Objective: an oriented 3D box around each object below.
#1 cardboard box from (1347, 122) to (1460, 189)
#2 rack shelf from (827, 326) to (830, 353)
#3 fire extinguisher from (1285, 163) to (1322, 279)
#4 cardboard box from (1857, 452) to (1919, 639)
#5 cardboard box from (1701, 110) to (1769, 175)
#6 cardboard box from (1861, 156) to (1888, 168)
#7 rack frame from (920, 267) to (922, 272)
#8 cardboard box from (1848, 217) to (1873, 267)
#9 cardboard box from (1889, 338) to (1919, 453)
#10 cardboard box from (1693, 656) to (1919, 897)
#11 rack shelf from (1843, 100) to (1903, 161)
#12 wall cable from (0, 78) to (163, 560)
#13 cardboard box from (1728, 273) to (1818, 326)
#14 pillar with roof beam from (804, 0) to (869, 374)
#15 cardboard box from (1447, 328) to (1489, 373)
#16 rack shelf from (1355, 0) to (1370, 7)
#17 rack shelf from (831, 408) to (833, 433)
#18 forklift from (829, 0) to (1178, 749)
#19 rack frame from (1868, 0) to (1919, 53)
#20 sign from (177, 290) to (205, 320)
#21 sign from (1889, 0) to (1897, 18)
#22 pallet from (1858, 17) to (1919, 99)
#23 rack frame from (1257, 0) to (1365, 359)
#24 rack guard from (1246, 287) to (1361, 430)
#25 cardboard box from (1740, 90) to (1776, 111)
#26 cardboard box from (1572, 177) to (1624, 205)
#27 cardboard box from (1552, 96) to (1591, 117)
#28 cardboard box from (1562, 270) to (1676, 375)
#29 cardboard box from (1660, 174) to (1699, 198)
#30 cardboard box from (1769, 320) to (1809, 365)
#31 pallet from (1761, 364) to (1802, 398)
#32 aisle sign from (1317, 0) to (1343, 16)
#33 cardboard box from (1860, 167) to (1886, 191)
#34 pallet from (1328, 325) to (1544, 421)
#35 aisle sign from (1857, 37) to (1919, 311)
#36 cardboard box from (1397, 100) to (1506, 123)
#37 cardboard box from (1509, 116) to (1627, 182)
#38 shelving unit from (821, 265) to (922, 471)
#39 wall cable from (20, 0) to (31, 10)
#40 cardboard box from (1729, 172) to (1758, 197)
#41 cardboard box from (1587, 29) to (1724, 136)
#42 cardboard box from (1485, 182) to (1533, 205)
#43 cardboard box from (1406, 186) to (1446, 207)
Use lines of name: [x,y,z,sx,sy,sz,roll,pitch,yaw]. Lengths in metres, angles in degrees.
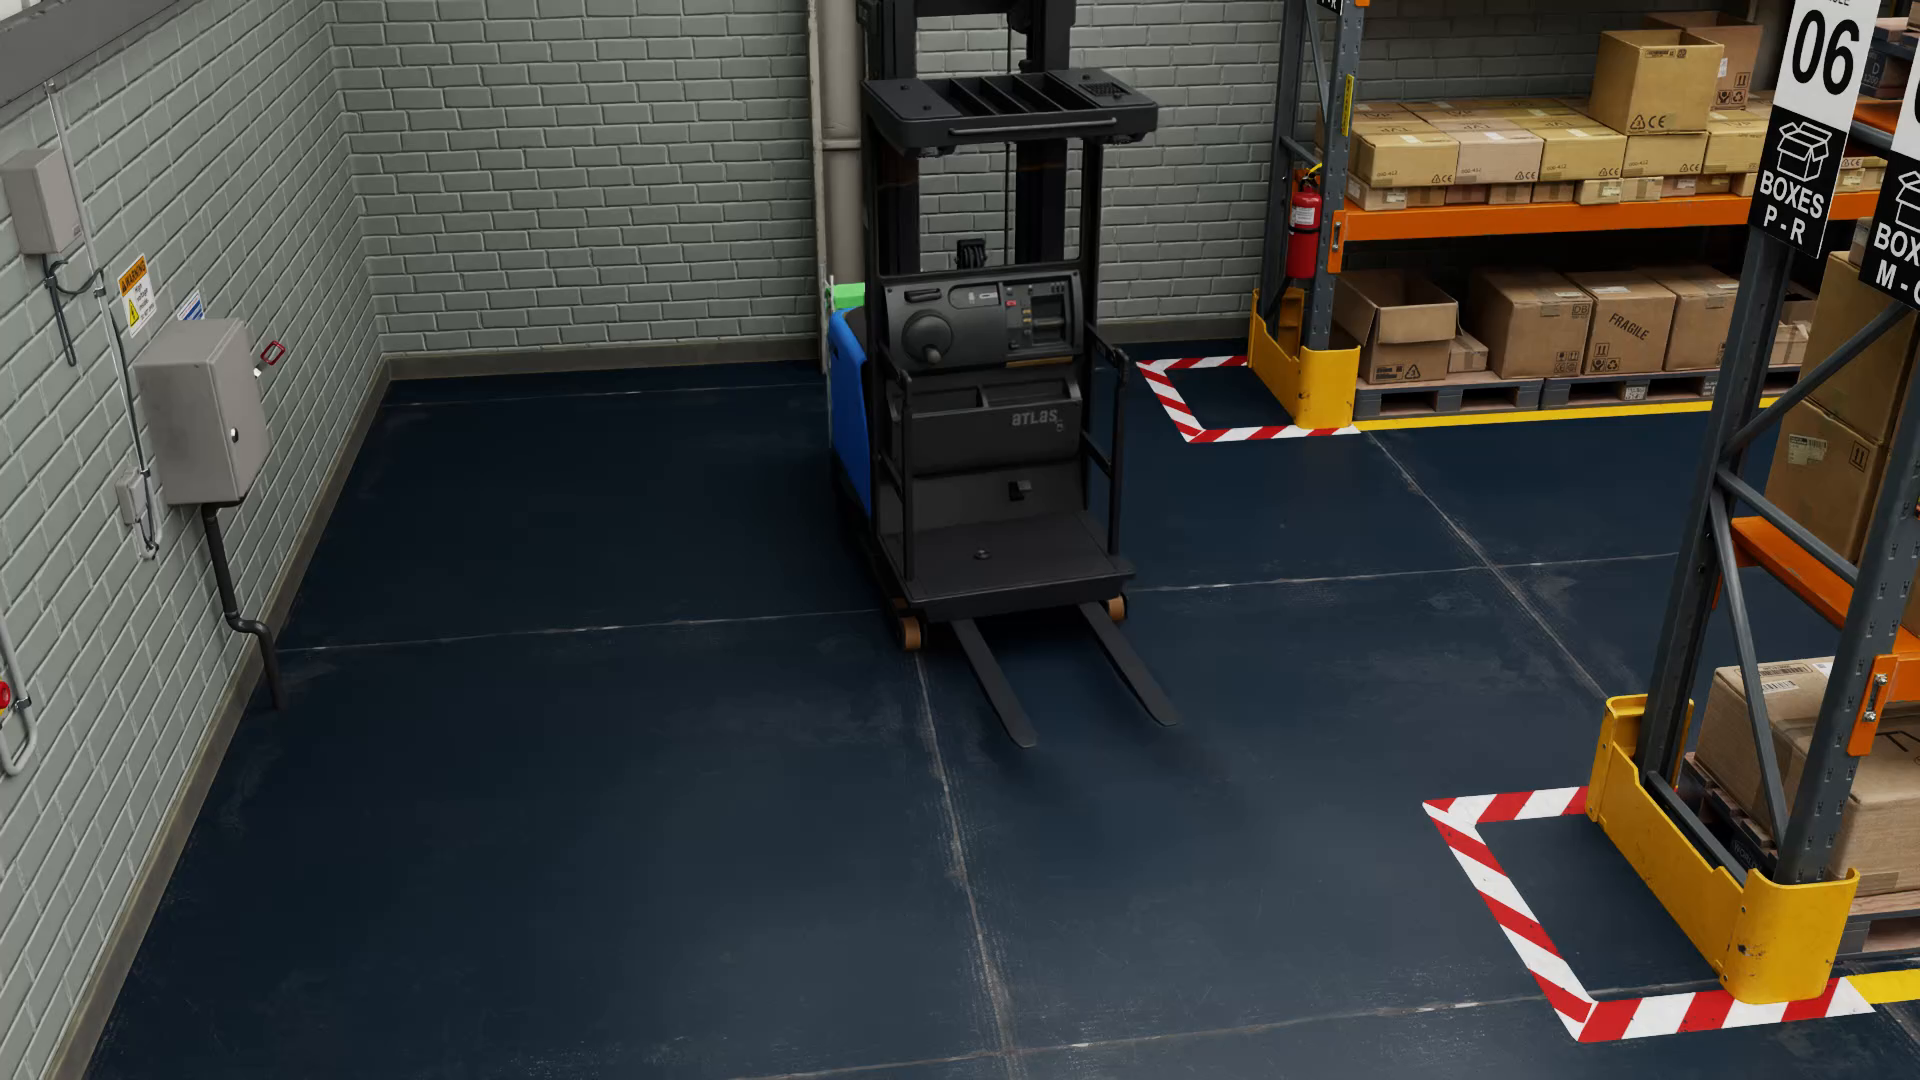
cardboard box: [2.554,-2.240,9.669,0.500,0.250,0.500,-4,27,-7]
rack shelf: [-0.475,-1.096,9.173,0.480,0.148,0.258,-8,25,-15]
fire extinguisher: [1.986,-1.849,9.561,0.183,0.674,0.296,-4,27,-7]
cardboard box: [3.277,0.031,5.295,0.500,0.500,0.500,-4,27,-8]
cardboard box: [4.568,-2.381,9.943,0.500,0.250,0.500,-4,27,-7]
cardboard box: [5.557,-2.445,10.068,0.500,0.250,0.500,-3,27,-6]
rack frame: [-0.239,-0.968,9.308,0.015,1.200,0.240,-8,25,-15]
cardboard box: [3.089,-0.915,5.333,0.250,0.149,0.380,-3,27,-6]
cardboard box: [3.277,-0.415,5.069,0.500,0.500,0.500,-4,27,-8]
cardboard box: [3.402,0.842,6.170,0.875,0.438,0.875,-5,28,-9]
rack shelf: [4.743,-1.166,5.238,4.000,0.370,1.077,-4,27,-7]
wall cable: [-3.028,-0.747,5.808,0.122,1.984,0.588,-4,27,-7]
cardboard box: [5.341,-1.577,11.024,0.500,0.311,0.500,-3,27,-5]
pillar with roof beam: [-0.129,-3.227,5.181,0.400,9.000,9.100,-4,27,-7]
cardboard box: [3.112,-1.192,10.449,0.250,0.149,0.380,-5,28,-9]
rack shelf: [4.047,-3.409,9.611,4.000,0.370,1.077,-4,27,-7]
rack shelf: [-0.469,-0.659,9.372,0.480,0.148,0.258,-8,25,-15]
forklift: [0.173,-0.982,7.453,1.130,2.935,3.031,-7,28,-13]
rack frame: [2.762,-2.693,4.142,0.127,3.000,1.000,-4,27,-7]
sign: [-3.241,-0.782,7.092,0.001,0.494,0.329,-4,27,-7]
sign: [5.947,-3.288,10.604,0.005,0.325,0.100,-4,27,-7]
pallet: [3.495,-1.371,4.948,1.213,0.211,1.003,-4,27,-7]
rack frame: [2.067,-2.268,9.884,0.127,3.000,1.000,-4,27,-7]
rack guard: [2.142,-1.160,10.464,0.348,0.500,1.175,-4,27,-7]
cardboard box: [5.004,-2.643,10.454,0.500,0.250,0.500,-4,27,-8]
cardboard box: [3.713,-2.112,9.856,0.250,0.149,0.380,-4,27,-9]
cardboard box: [4.005,-2.577,10.326,0.500,0.250,0.500,-4,27,-7]
cardboard box: [4.075,-1.364,10.400,0.500,0.500,0.500,-3,27,-6]
cardboard box: [4.217,-2.186,9.999,0.250,0.149,0.380,-4,27,-7]
cardboard box: [5.163,-1.302,10.536,0.258,0.266,0.396,-3,27,-5]
pallet: [5.348,-1.238,10.932,1.213,0.211,1.003,-4,27,-7]
aisle sign: [2.040,-3.287,9.023,0.004,0.787,0.394,-4,27,-7]
cardboard box: [5.492,-2.250,10.124,0.250,0.149,0.380,-3,27,-6]
pallet: [2.931,-1.083,10.630,1.213,0.211,1.003,-4,27,-7]
aisle sign: [2.731,-1.045,4.653,0.004,0.787,0.394,-4,27,-7]
cardboard box: [2.996,-2.515,10.204,0.500,0.250,0.500,-4,27,-7]
cardboard box: [3.554,-2.306,9.797,0.500,0.250,0.500,-4,27,-8]
shelving unit: [-0.473,-0.936,9.246,0.503,1.200,0.258,-8,25,-15]
wall cable: [-2.934,-2.544,3.851,0.029,3.000,2.355,-4,27,-7]
cardboard box: [4.726,-2.189,10.005,0.250,0.149,0.380,-4,27,-8]
cardboard box: [4.039,-2.670,9.684,0.500,0.500,0.500,-3,27,-6]
cardboard box: [3.190,-2.111,9.853,0.250,0.149,0.380,-3,27,-5]
cardboard box: [2.676,-2.090,9.812,0.250,0.149,0.380,-3,27,-6]
